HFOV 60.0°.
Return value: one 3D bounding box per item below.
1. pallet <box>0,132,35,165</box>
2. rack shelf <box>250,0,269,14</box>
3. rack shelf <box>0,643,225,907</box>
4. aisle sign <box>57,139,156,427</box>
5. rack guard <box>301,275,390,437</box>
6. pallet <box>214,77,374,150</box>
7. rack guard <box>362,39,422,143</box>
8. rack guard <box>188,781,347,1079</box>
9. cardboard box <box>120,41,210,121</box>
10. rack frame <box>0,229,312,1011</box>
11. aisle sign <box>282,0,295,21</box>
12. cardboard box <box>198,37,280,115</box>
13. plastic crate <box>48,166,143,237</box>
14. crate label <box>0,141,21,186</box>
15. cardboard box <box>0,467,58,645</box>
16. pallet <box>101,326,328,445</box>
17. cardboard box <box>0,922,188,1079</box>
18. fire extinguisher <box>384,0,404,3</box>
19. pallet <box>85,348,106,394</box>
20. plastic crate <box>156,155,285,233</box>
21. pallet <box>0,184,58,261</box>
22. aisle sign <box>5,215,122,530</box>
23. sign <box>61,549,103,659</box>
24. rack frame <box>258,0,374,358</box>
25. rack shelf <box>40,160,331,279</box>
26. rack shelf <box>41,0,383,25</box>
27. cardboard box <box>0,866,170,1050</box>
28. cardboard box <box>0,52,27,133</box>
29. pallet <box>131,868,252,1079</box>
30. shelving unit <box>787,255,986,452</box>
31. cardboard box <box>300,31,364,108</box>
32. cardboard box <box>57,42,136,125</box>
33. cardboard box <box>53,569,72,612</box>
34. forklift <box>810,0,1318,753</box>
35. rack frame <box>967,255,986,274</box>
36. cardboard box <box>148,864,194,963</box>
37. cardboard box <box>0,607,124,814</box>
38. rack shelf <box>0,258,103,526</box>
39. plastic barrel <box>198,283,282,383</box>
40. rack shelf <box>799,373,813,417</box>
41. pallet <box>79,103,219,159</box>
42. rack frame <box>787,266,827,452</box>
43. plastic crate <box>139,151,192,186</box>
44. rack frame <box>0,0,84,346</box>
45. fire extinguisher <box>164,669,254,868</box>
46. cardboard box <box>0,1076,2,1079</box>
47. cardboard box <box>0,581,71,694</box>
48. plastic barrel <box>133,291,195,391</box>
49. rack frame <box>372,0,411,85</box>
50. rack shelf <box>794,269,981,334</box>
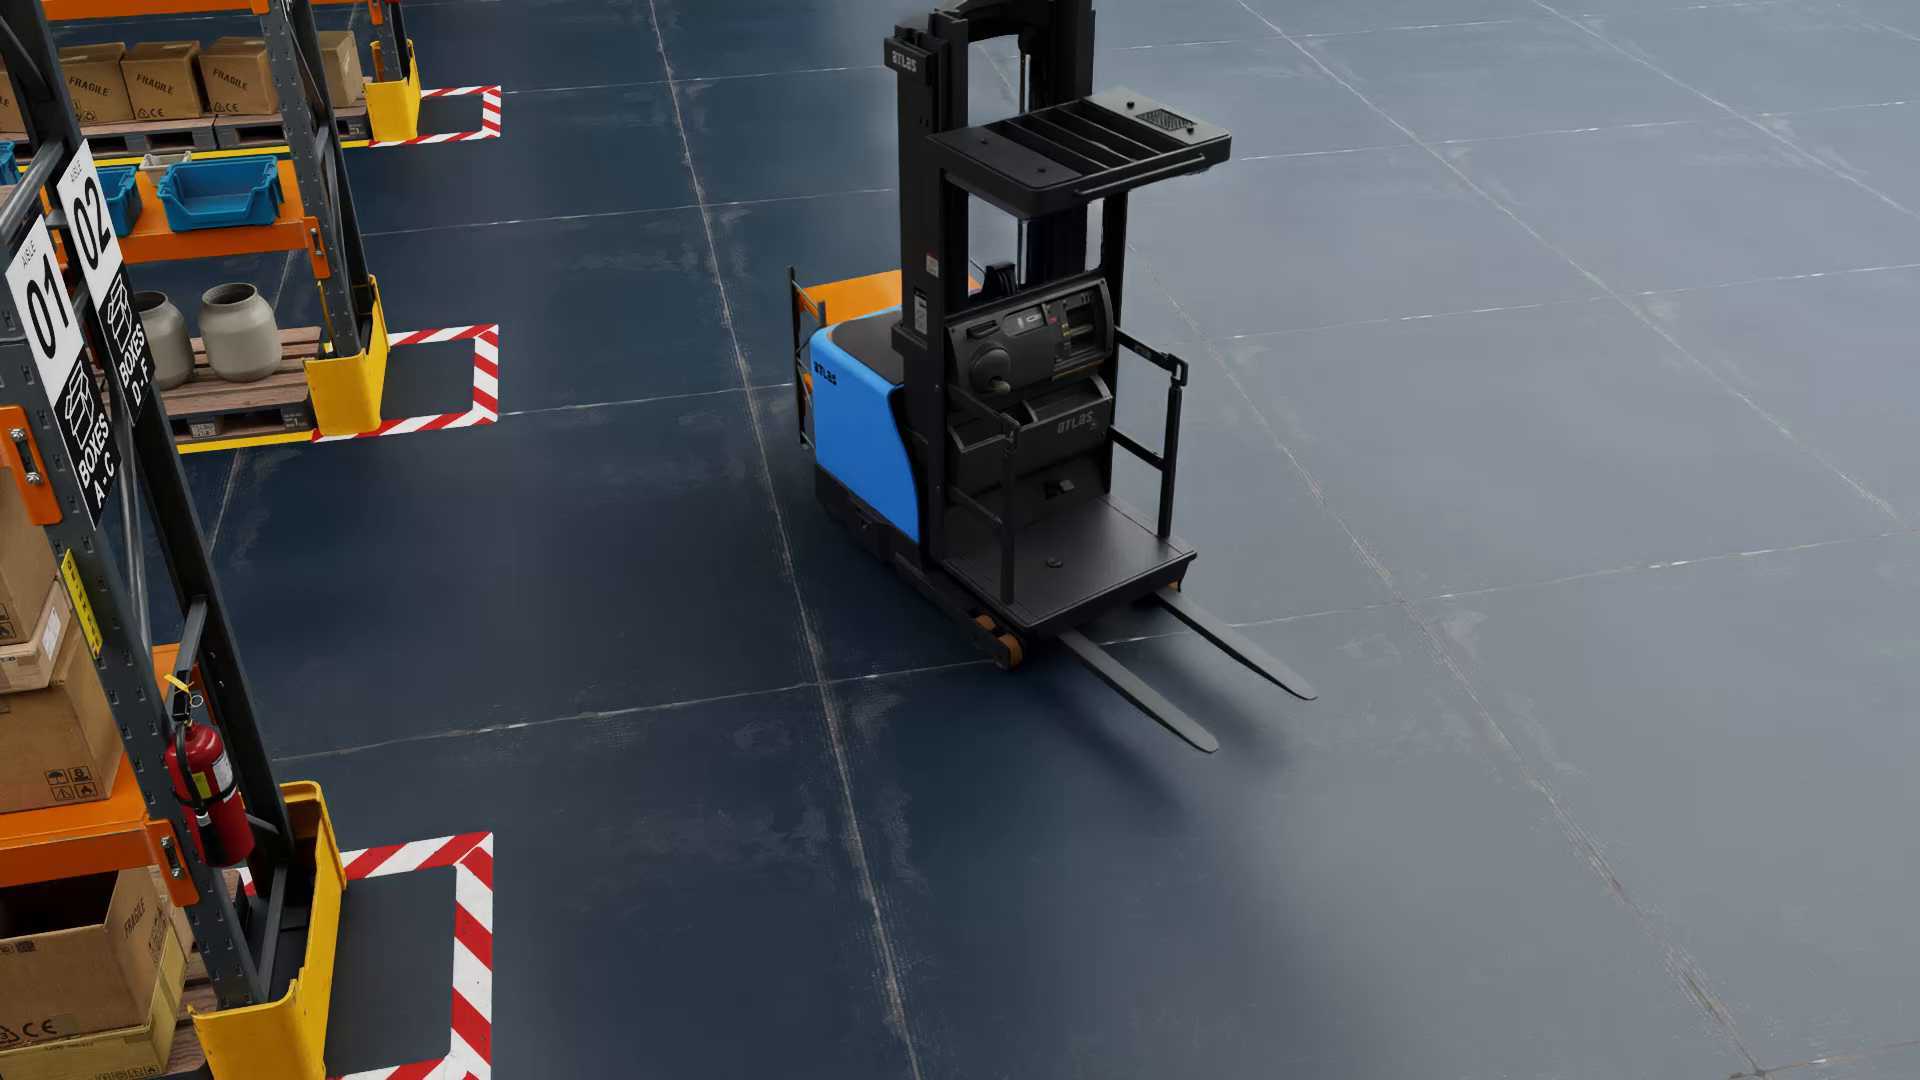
[{"bbox_3d":[-8.051,-3.370,13.806,1.213,0.211,1.003,-7,35,-11],"label":"pallet"},{"bbox_3d":[-5.655,-2.927,8.597,4.000,0.370,1.077,-7,35,-11],"label":"rack shelf"},{"bbox_3d":[-4.566,1.011,5.420,4.000,0.370,1.077,-7,35,-11],"label":"rack shelf"},{"bbox_3d":[-2.619,-0.788,5.122,0.004,0.787,0.394,-7,35,-11],"label":"aisle sign"},{"bbox_3d":[-3.768,-1.153,10.243,0.348,0.500,1.175,-7,35,-11],"label":"rack guard"},{"bbox_3d":[-5.671,-3.670,14.253,1.213,0.211,1.003,-7,35,-11],"label":"pallet"},{"bbox_3d":[-4.871,-3.871,14.293,0.348,0.500,1.175,-7,35,-11],"label":"rack guard"},{"bbox_3d":[-2.592,1.501,6.287,0.348,0.500,1.175,-7,35,-11],"label":"rack guard"},{"bbox_3d":[-6.600,-3.828,13.852,0.500,0.500,0.500,-4,34,-6],"label":"cardboard box"},{"bbox_3d":[-2.615,0.466,5.586,0.127,3.000,1.000,-7,35,-11],"label":"rack frame"},{"bbox_3d":[-3.568,-3.153,8.647,0.004,0.787,0.394,-7,35,-11],"label":"aisle sign"},{"bbox_3d":[-5.985,-3.895,13.951,0.500,0.500,0.500,1,34,2],"label":"cardboard box"},{"bbox_3d":[-4.761,-1.864,9.192,0.408,0.251,0.499,-7,35,-11],"label":"plastic crate"},{"bbox_3d":[-5.440,-1.868,9.032,0.616,0.435,0.502,-7,35,-11],"label":"crate label"},{"bbox_3d":[-3.125,-0.057,5.112,0.500,0.500,0.700,-7,35,-10],"label":"cardboard box"},{"bbox_3d":[-4.561,-0.936,10.179,1.213,0.211,1.003,-7,35,-11],"label":"pallet"},{"bbox_3d":[-3.073,1.660,5.898,0.500,0.250,0.500,-7,35,-11],"label":"cardboard box"},{"bbox_3d":[-4.583,-4.650,13.279,0.183,0.674,0.296,-7,35,-11],"label":"fire extinguisher"},{"bbox_3d":[-5.749,-0.788,9.958,1.213,0.211,1.003,-7,35,-11],"label":"pallet"},{"bbox_3d":[-4.126,-1.940,9.306,0.616,0.251,0.499,-7,35,-11],"label":"plastic crate"},{"bbox_3d":[-3.310,-0.670,4.666,1.213,0.211,1.003,-7,35,-11],"label":"pallet"},{"bbox_3d":[-2.486,-0.462,4.636,0.004,0.787,0.394,-7,35,-11],"label":"aisle sign"},{"bbox_3d":[-2.509,0.184,4.755,0.005,0.325,0.100,-7,35,-11],"label":"sign"},{"bbox_3d":[-3.704,-2.226,9.599,0.127,3.000,1.000,-7,35,-11],"label":"rack frame"},{"bbox_3d":[-5.655,-1.682,9.433,4.000,0.370,1.077,-7,35,-11],"label":"rack shelf"},{"bbox_3d":[-6.748,-4.374,13.444,4.000,0.370,1.077,-7,35,-11],"label":"rack shelf"},{"bbox_3d":[-3.072,1.350,5.687,0.500,0.500,0.500,-7,35,-11],"label":"cardboard box"},{"bbox_3d":[-7.742,-3.665,13.609,0.500,0.500,0.500,3,34,5],"label":"cardboard box"},{"bbox_3d":[-3.352,1.741,6.189,1.213,0.211,1.003,-7,35,-11],"label":"pallet"},{"bbox_3d":[-0.378,-1.047,9.524,1.048,1.125,0.538,-15,37,-21],"label":"shelving unit"},{"bbox_3d":[-5.410,-3.987,14.089,0.500,0.500,0.500,-1,34,-2],"label":"cardboard box"},{"bbox_3d":[-7.154,-3.784,13.786,0.500,0.500,0.500,-10,35,-15],"label":"cardboard box"},{"bbox_3d":[-3.045,0.087,5.480,0.250,0.149,0.380,-7,35,-11],"label":"cardboard box"},{"bbox_3d":[0.468,-0.903,7.688,1.130,2.935,3.031,-22,40,-29],"label":"forklift"},{"bbox_3d":[0.081,-1.169,9.706,0.032,1.125,0.500,-15,37,-21],"label":"rack frame"},{"bbox_3d":[-3.187,1.379,6.317,0.500,0.250,0.500,-7,35,-11],"label":"cardboard box"},{"bbox_3d":[-3.073,0.475,5.483,0.500,0.500,0.700,-7,35,-11],"label":"cardboard box"},{"bbox_3d":[-4.566,-0.235,4.584,4.000,0.370,1.077,-7,35,-11],"label":"rack shelf"},{"bbox_3d":[-4.329,-1.245,9.992,0.421,0.512,0.421,0,34,0],"label":"plastic barrel"},{"bbox_3d":[-0.378,-0.844,9.660,1.000,0.278,0.538,-15,37,-21],"label":"rack shelf"},{"bbox_3d":[-6.859,-3.522,14.032,1.213,0.211,1.003,-7,35,-11],"label":"pallet"},{"bbox_3d":[-0.837,-0.925,9.342,0.032,1.125,0.500,-15,37,-21],"label":"rack frame"},{"bbox_3d":[-4.648,-2.182,9.769,0.250,0.136,0.298,-7,35,-11],"label":"plastic crate"},{"bbox_3d":[-2.615,-2.025,3.914,0.127,3.000,1.000,-7,35,-11],"label":"rack frame"},{"bbox_3d":[-2.397,0.736,5.253,0.183,0.674,0.296,-7,35,-11],"label":"fire extinguisher"},{"bbox_3d":[-3.558,1.728,5.796,0.500,0.250,0.500,-7,35,-11],"label":"cardboard box"},{"bbox_3d":[-2.946,0.306,5.153,0.250,0.149,0.380,-8,35,-11],"label":"cardboard box"},{"bbox_3d":[-4.818,-1.183,9.900,0.421,0.512,0.421,0,34,0],"label":"plastic barrel"},{"bbox_3d":[-4.797,-4.918,13.610,0.127,3.000,1.000,-7,35,-11],"label":"rack frame"},{"bbox_3d":[-0.378,-1.290,9.361,1.000,0.278,0.538,-15,37,-21],"label":"rack shelf"}]
